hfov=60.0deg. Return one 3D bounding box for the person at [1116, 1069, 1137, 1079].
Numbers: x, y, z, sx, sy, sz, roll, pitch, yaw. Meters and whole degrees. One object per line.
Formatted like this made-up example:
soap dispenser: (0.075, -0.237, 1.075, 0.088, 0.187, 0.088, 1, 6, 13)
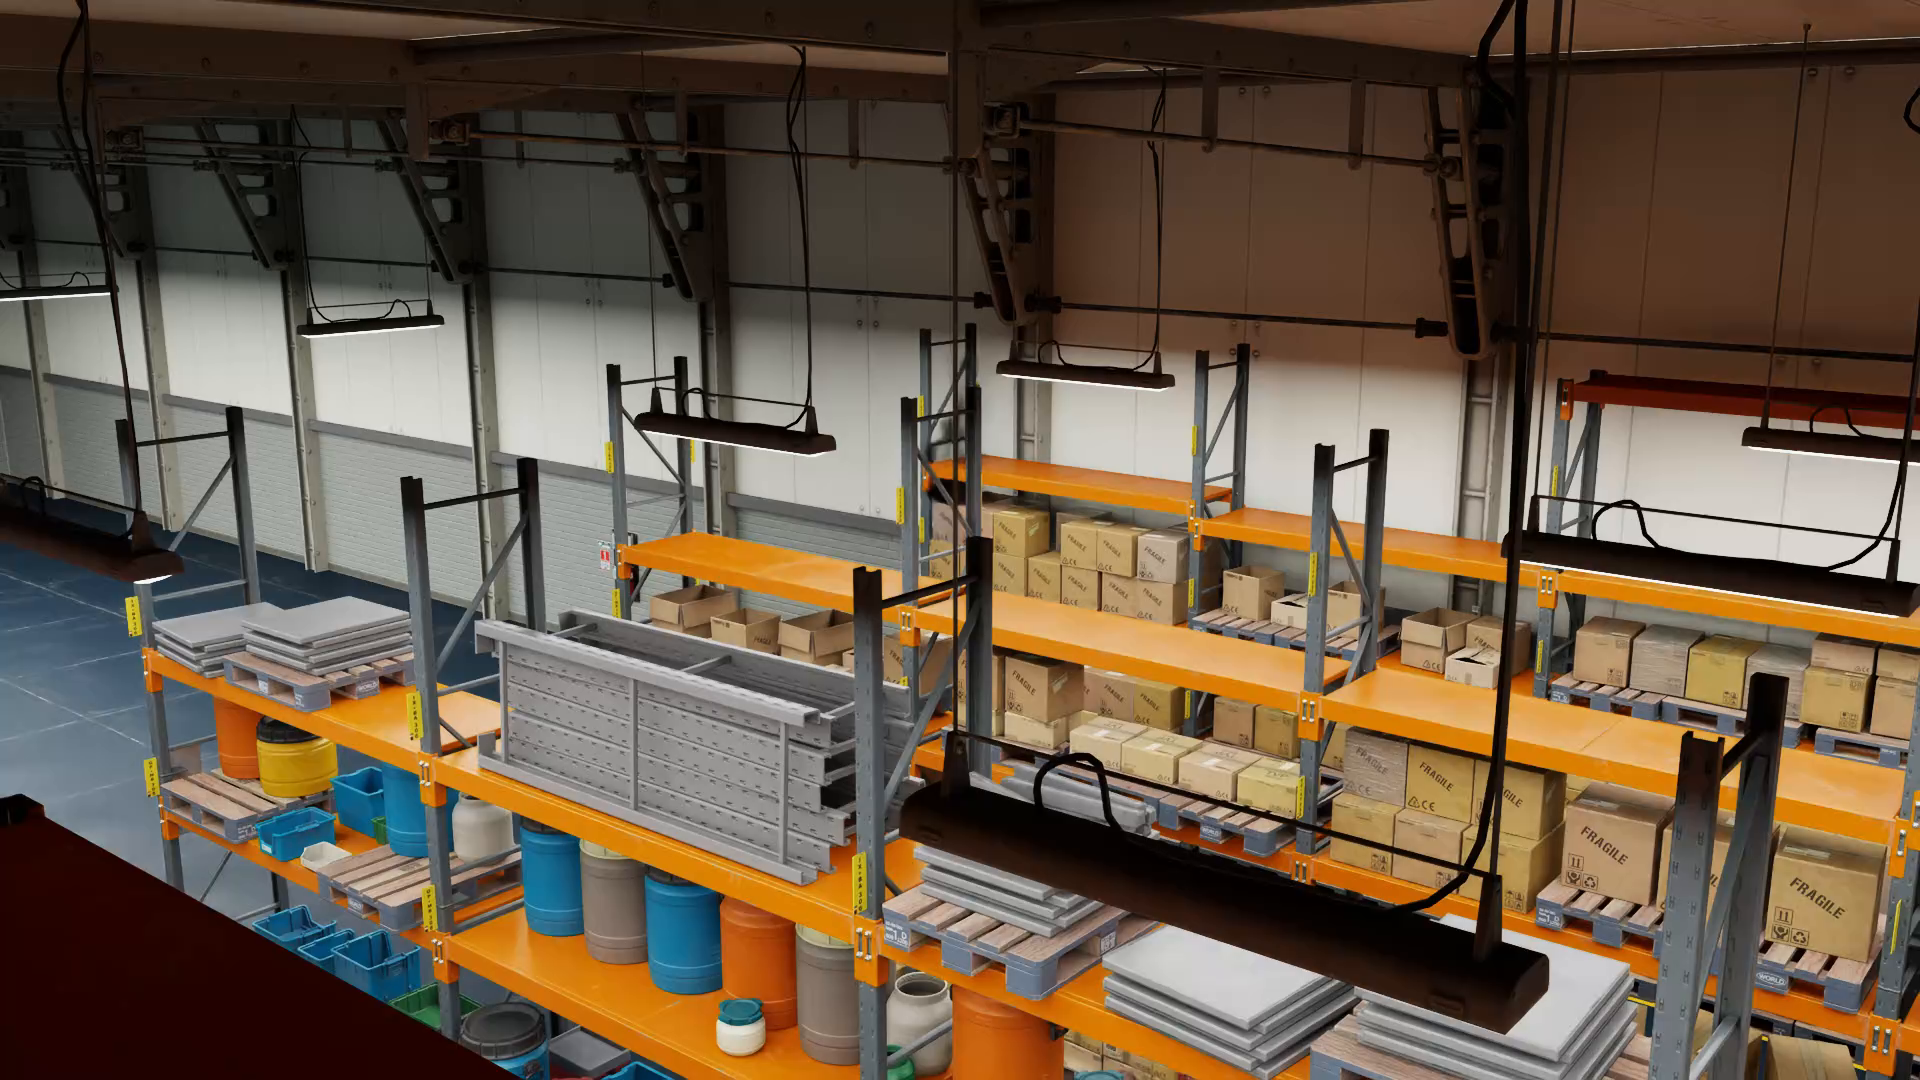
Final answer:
person: (1.154, 4.601, 12.019, 0.782, 1.682, 0.674, 7, 15, 30)
